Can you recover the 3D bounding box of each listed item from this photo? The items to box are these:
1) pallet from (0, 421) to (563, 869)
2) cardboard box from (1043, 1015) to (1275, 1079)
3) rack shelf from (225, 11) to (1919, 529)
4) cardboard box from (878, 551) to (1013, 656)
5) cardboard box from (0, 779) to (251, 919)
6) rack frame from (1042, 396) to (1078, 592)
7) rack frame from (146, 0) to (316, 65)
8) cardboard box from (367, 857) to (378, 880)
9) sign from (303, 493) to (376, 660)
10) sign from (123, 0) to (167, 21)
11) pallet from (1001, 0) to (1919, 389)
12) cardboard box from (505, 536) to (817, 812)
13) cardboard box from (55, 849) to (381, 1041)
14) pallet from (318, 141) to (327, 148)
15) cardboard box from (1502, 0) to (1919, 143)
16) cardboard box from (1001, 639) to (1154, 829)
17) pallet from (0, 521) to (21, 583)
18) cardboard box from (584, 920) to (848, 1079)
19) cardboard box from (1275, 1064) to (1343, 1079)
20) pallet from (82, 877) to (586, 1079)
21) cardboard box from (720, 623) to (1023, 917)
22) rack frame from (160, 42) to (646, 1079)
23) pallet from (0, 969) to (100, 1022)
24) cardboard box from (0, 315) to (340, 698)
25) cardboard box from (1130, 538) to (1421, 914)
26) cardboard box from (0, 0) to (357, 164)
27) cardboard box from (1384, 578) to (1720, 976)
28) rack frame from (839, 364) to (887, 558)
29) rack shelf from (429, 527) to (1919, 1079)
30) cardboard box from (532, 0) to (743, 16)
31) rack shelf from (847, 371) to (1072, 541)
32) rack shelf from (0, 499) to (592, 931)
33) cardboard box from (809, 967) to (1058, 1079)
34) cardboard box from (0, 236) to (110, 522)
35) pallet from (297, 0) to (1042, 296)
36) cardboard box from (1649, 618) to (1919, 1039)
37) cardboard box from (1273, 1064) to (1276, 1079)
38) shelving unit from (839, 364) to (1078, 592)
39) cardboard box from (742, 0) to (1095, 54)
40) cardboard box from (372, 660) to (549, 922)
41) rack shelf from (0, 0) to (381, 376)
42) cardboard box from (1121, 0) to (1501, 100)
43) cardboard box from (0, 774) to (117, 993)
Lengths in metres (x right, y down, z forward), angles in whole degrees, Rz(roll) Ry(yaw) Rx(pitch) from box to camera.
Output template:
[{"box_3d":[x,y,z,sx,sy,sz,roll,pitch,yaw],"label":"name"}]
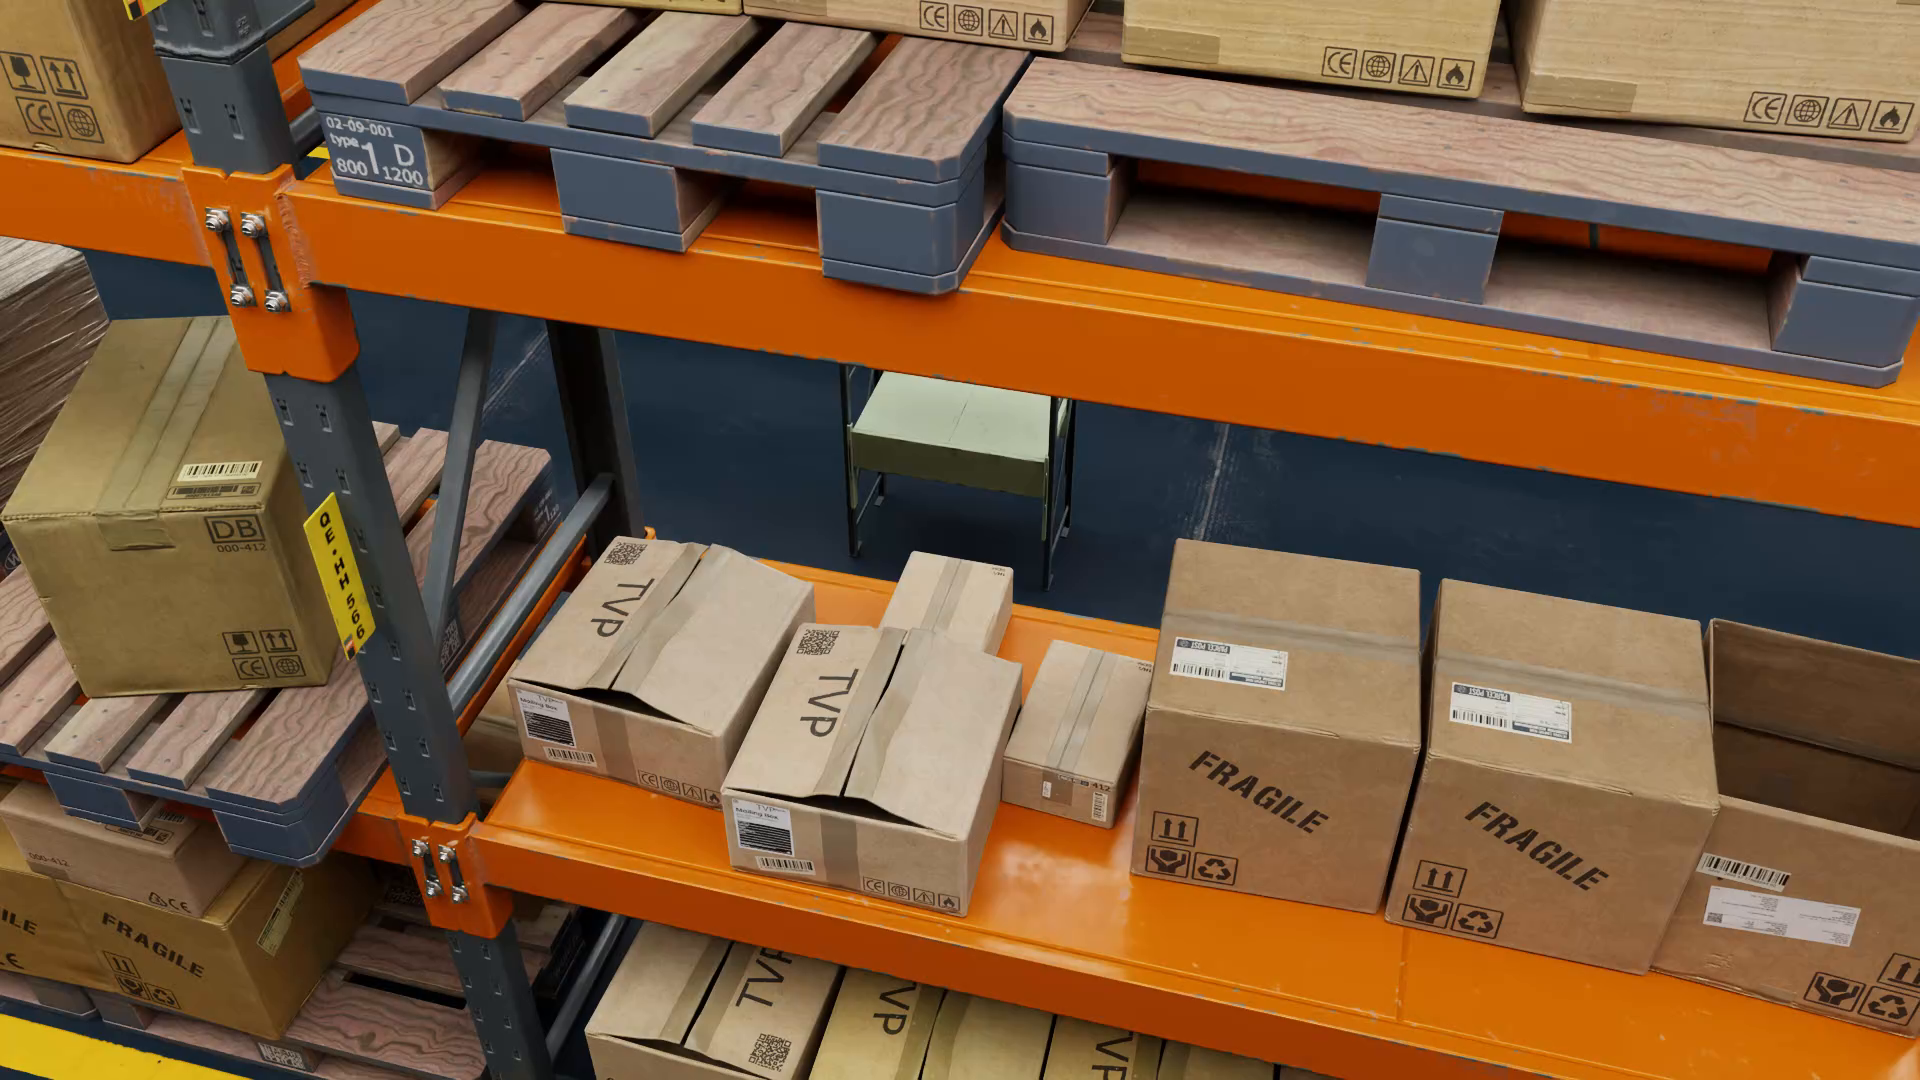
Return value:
[{"box_3d":[-1.656,0.147,3.892,1.003,0.211,1.213,10,41,11],"label":"pallet"},{"box_3d":[0.449,1.258,3.796,0.500,0.311,0.500,9,41,10],"label":"cardboard box"},{"box_3d":[0.949,-0.398,2.619,4.000,0.370,1.077,10,41,11],"label":"rack shelf"},{"box_3d":[-0.042,0.216,3.855,0.250,0.149,0.380,10,41,11],"label":"cardboard box"},{"box_3d":[-2.002,0.628,4.189,0.500,0.250,0.500,11,41,13],"label":"cardboard box"},{"box_3d":[0.360,-0.512,5.694,0.023,1.500,0.400,10,41,11],"label":"rack frame"},{"box_3d":[-0.983,-2.155,1.819,0.127,3.000,1.000,10,41,11],"label":"rack frame"},{"box_3d":[-1.856,0.594,4.811,0.500,0.500,0.500,8,41,10],"label":"cardboard box"},{"box_3d":[-1.114,0.068,2.998,0.005,0.325,0.100,10,41,11],"label":"sign"},{"box_3d":[-1.125,-0.867,2.216,0.005,0.325,0.100,10,41,11],"label":"sign"},{"box_3d":[0.777,-0.693,2.557,1.213,0.211,1.003,12,41,13],"label":"pallet"},{"box_3d":[-0.643,0.264,3.672,0.500,0.311,0.500,12,42,14],"label":"cardboard box"},{"box_3d":[-1.947,0.922,4.422,0.500,0.500,0.500,11,41,13],"label":"cardboard box"},{"box_3d":[-2.828,-2.377,8.917,1.213,0.211,1.003,10,41,11],"label":"pallet"},{"box_3d":[1.050,-0.801,2.329,0.500,0.250,0.500,7,40,8],"label":"cardboard box"},{"box_3d":[0.264,0.416,3.618,0.250,0.149,0.380,13,42,15],"label":"cardboard box"},{"box_3d":[-2.862,-0.105,4.191,1.213,0.211,1.003,10,41,11],"label":"pallet"},{"box_3d":[-0.553,1.089,3.996,0.500,0.311,0.500,11,41,13],"label":"cardboard box"},{"box_3d":[0.946,1.343,3.694,0.500,0.311,0.500,9,41,11],"label":"cardboard box"},{"box_3d":[-1.694,1.063,4.821,1.213,0.211,1.003,10,41,11],"label":"pallet"},{"box_3d":[-0.169,0.446,3.456,0.500,0.311,0.500,9,41,11],"label":"cardboard box"},{"box_3d":[-0.983,0.142,3.748,0.127,3.000,1.000,10,41,11],"label":"rack frame"},{"box_3d":[-2.869,0.859,5.064,1.213,0.211,1.003,10,41,11],"label":"pallet"},{"box_3d":[-1.620,-0.091,3.622,0.500,0.500,0.700,-3,40,-3],"label":"cardboard box"},{"box_3d":[0.642,0.373,3.396,0.500,0.500,0.500,8,41,9],"label":"cardboard box"},{"box_3d":[-1.413,-1.096,2.813,0.500,0.500,0.910,10,41,11],"label":"cardboard box"},{"box_3d":[1.151,0.460,3.292,0.500,0.500,0.500,10,41,11],"label":"cardboard box"},{"box_3d":[-0.347,-0.634,5.839,0.023,1.500,0.400,10,41,11],"label":"rack frame"},{"box_3d":[0.949,0.750,3.584,4.000,0.370,1.077,10,41,11],"label":"rack shelf"},{"box_3d":[-0.530,-1.069,2.648,0.500,0.250,0.500,7,41,8],"label":"cardboard box"},{"box_3d":[0.006,-0.324,5.976,0.720,0.370,0.431,10,41,11],"label":"rack shelf"},{"box_3d":[-2.915,0.085,4.375,4.000,0.370,1.077,10,41,11],"label":"rack shelf"},{"box_3d":[-0.043,1.171,3.898,0.500,0.311,0.500,9,41,10],"label":"cardboard box"},{"box_3d":[-2.454,-0.362,3.944,0.500,0.500,0.700,17,43,20],"label":"cardboard box"},{"box_3d":[-0.304,-0.877,2.776,1.003,0.211,1.213,12,41,13],"label":"pallet"},{"box_3d":[1.635,0.544,3.193,0.500,0.500,0.500,13,42,15],"label":"cardboard box"},{"box_3d":[0.932,1.555,3.877,0.500,0.250,0.500,11,41,12],"label":"cardboard box"},{"box_3d":[0.006,-0.573,5.766,0.755,1.500,0.431,10,41,11],"label":"shelving unit"},{"box_3d":[-0.019,-0.993,2.558,0.500,0.250,0.500,11,41,13],"label":"cardboard box"},{"box_3d":[-1.348,0.678,4.712,0.500,0.500,0.500,11,41,13],"label":"cardboard box"},{"box_3d":[-2.915,-1.063,3.411,4.000,0.370,1.077,10,41,11],"label":"rack shelf"},{"box_3d":[0.531,-0.891,2.436,0.500,0.250,0.500,9,41,11],"label":"cardboard box"},{"box_3d":[-2.447,0.835,4.525,0.500,0.500,0.500,8,41,10],"label":"cardboard box"}]
